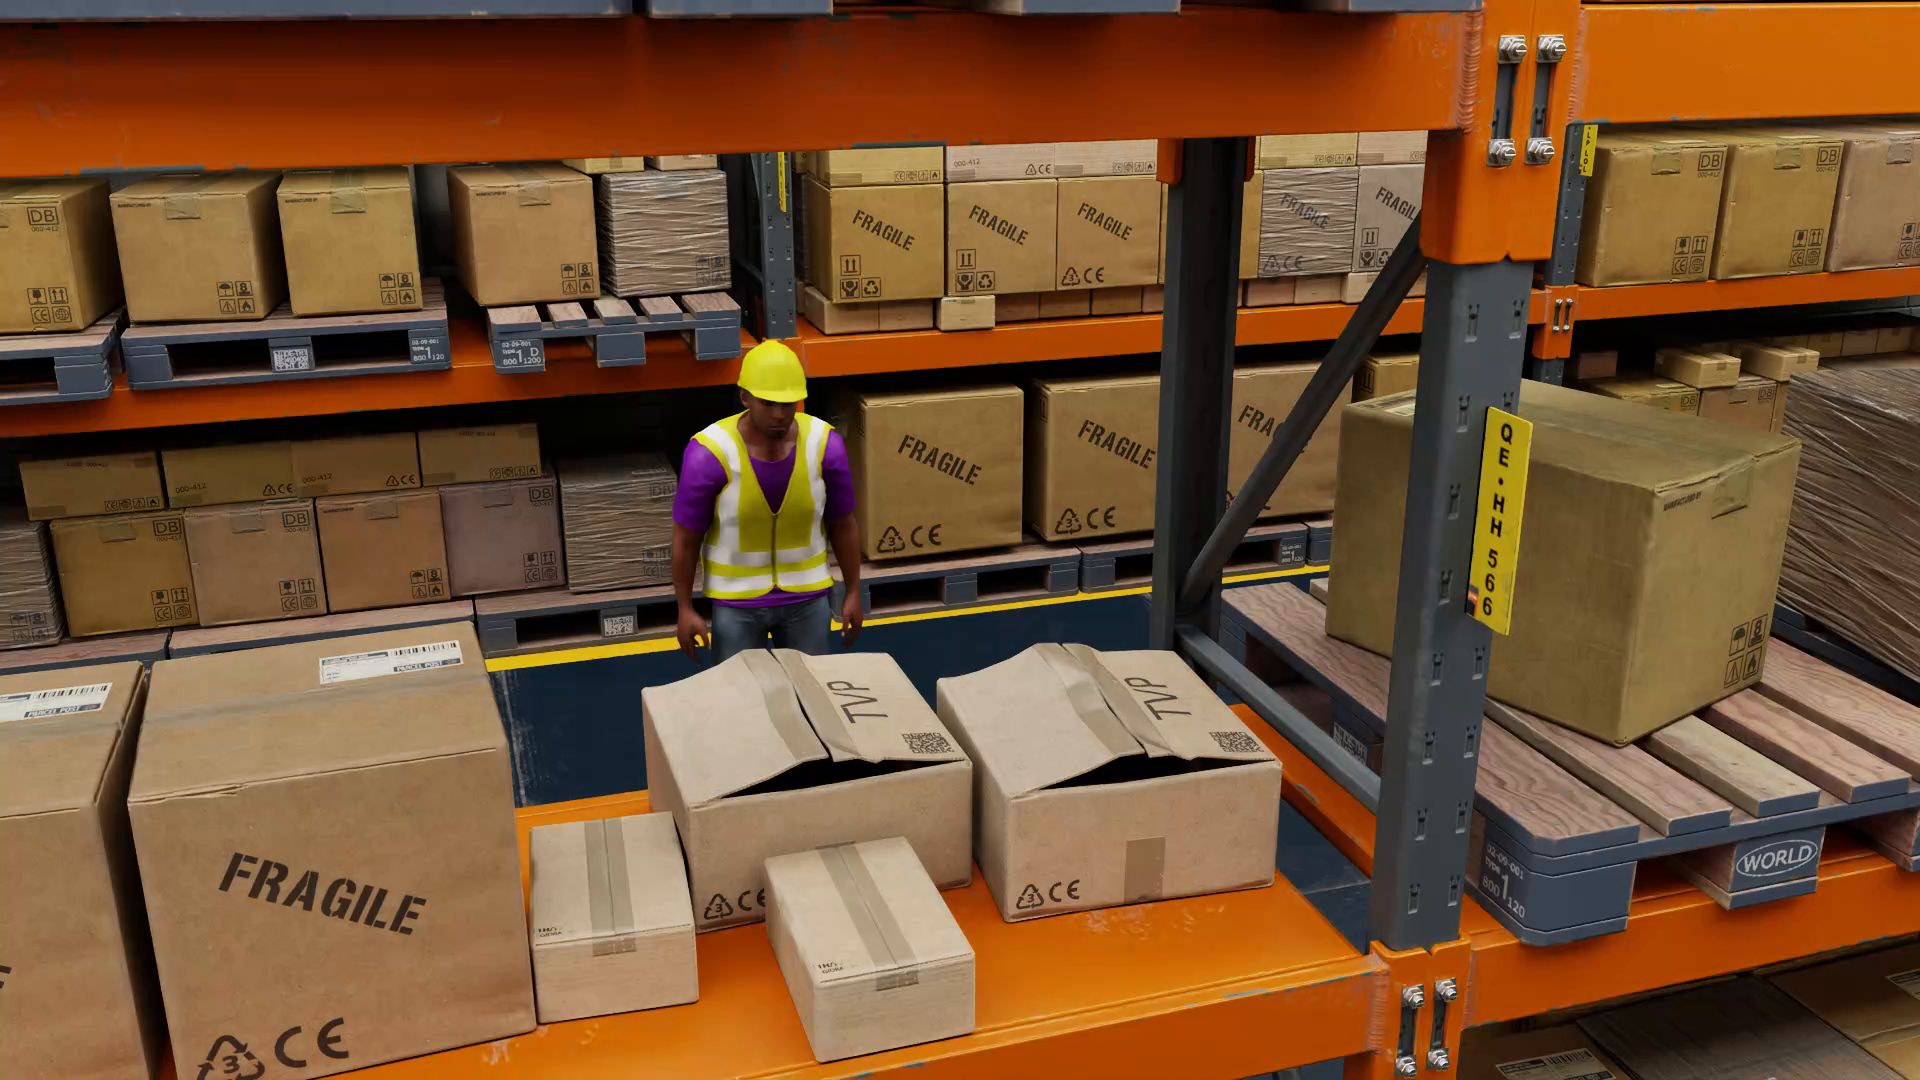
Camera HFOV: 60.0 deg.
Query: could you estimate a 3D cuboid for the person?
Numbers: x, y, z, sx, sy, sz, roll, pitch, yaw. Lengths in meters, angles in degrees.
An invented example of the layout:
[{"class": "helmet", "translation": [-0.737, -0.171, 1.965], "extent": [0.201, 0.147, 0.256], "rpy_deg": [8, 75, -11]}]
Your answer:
[{"class": "person", "translation": [-0.620, 0.208, 5.442], "extent": [0.628, 1.757, 0.458], "rpy_deg": [-6, 20, -17]}]
